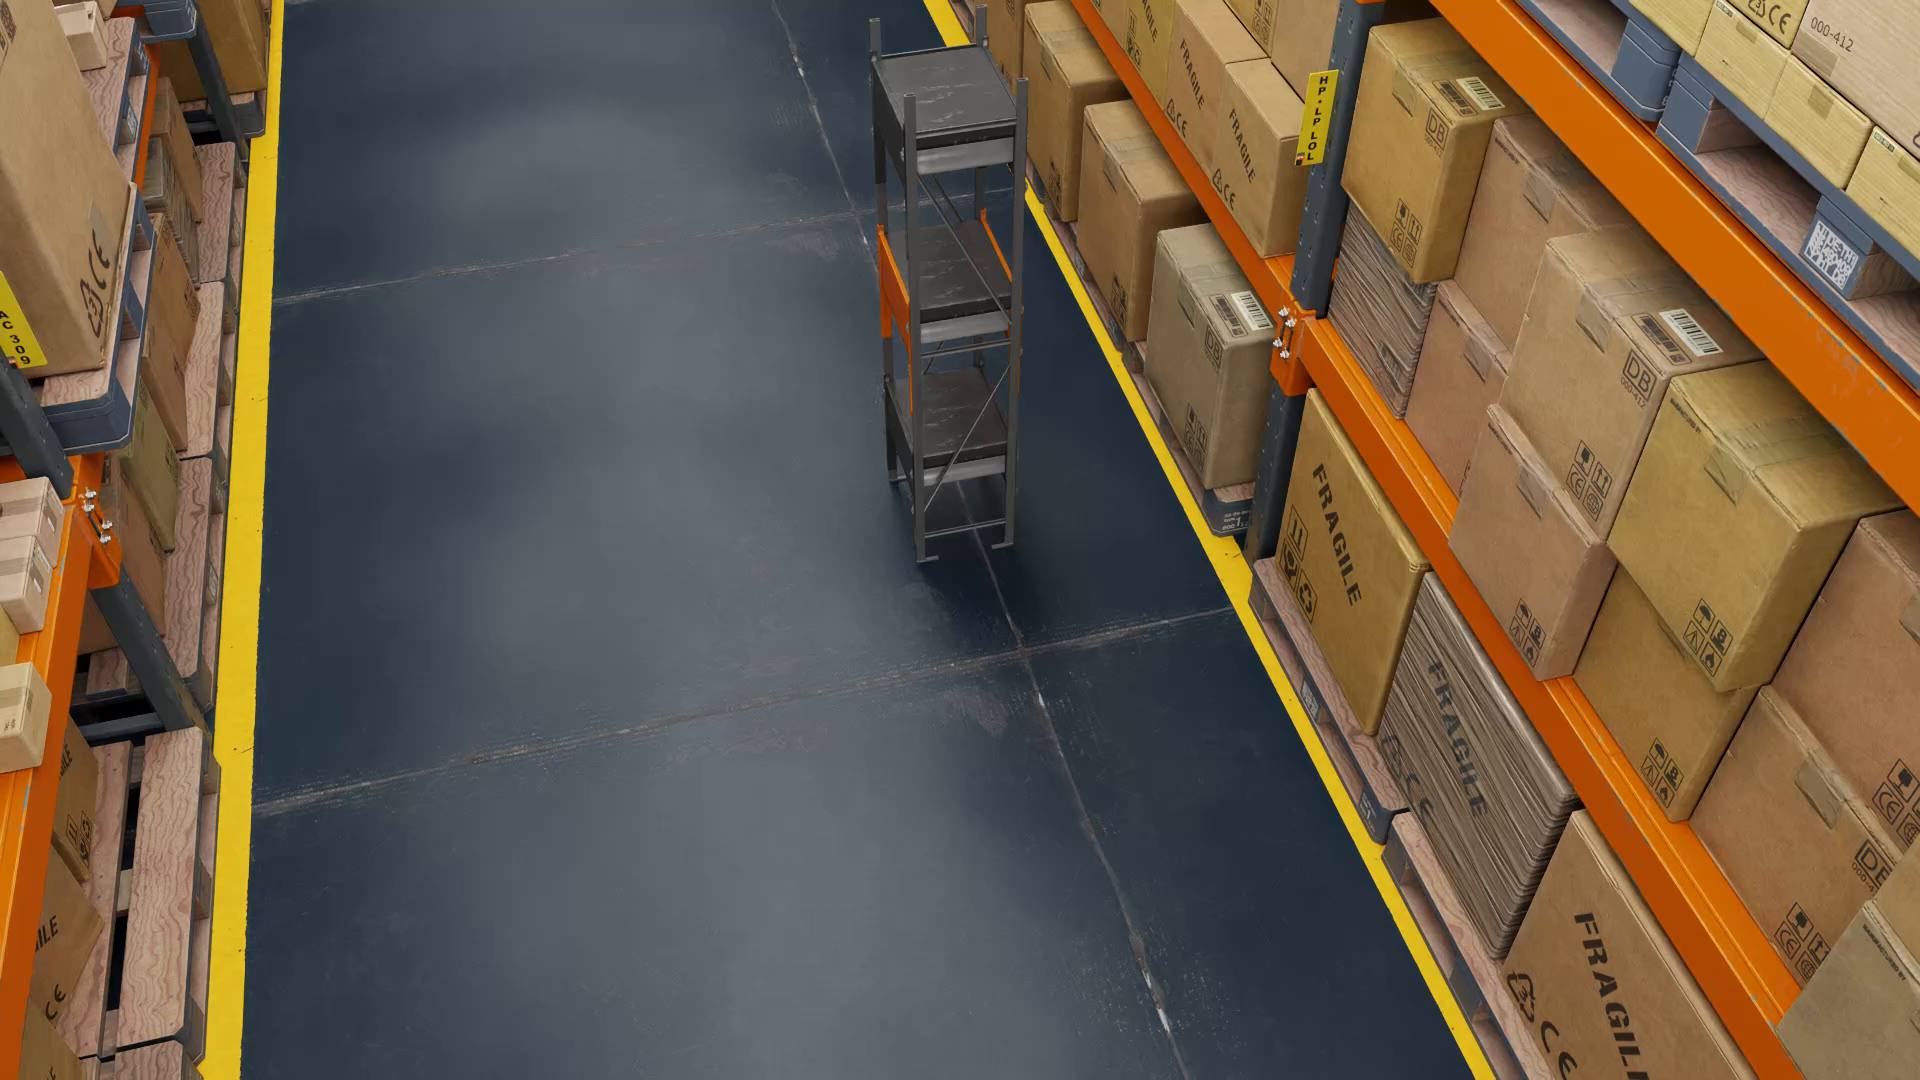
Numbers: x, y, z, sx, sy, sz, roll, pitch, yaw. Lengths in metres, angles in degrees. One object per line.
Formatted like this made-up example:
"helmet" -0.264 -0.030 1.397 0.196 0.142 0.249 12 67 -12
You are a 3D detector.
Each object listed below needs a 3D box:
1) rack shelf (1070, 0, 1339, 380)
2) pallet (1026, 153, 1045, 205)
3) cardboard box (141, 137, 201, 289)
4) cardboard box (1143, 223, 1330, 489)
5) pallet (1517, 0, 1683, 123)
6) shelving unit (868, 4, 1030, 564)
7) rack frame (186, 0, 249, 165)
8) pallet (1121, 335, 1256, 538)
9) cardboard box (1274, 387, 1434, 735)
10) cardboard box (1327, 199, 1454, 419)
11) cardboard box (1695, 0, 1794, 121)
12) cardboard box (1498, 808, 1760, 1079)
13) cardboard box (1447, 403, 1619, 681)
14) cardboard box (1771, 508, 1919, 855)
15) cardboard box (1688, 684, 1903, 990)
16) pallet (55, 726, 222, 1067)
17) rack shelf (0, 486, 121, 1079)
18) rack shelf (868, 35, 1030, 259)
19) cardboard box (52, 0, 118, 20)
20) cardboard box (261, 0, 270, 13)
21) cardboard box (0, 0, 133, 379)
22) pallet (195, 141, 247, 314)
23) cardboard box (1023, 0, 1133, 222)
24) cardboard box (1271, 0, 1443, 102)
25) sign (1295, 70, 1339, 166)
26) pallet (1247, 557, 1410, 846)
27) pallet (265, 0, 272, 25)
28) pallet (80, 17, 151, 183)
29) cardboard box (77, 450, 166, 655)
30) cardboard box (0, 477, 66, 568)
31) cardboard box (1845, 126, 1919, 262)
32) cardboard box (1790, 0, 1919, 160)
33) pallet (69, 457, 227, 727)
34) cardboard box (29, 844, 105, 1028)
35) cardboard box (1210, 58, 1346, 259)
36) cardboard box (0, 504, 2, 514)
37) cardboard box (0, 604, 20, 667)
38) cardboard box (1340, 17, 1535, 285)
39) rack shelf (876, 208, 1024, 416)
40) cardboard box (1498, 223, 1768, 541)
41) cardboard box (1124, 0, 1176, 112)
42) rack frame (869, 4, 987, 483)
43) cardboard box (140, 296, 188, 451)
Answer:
"rack shelf" 1.123 -2.169 7.279 1.077 0.370 4.000 -11 47 -10
"pallet" 0.740 -2.267 8.824 1.003 0.211 1.213 -11 47 -10
"cardboard box" -3.864 -1.404 7.468 0.700 0.500 0.500 -14 47 -14
"cardboard box" 1.389 -0.812 6.726 1.050 0.750 0.750 -11 47 -11
"pallet" 1.834 -1.492 4.074 1.003 0.211 1.213 -11 47 -10
"shelving unit" -0.042 -0.849 6.112 0.431 2.100 0.503 -11 47 -10
"rack frame" -4.210 -2.964 7.555 1.000 3.000 0.127 -11 47 -10
"pallet" 1.364 -0.583 7.173 1.003 0.211 1.213 -11 47 -10
"cardboard box" 1.728 0.004 5.840 0.875 0.875 0.875 -10 46 -10
"cardboard box" 1.741 -0.840 5.368 0.875 0.550 0.550 -11 47 -10
"cardboard box" 1.727 -0.991 3.333 0.380 0.149 0.250 -11 47 -10
"cardboard box" 2.194 1.255 4.613 0.875 0.875 0.875 -11 47 -11
"cardboard box" 1.928 -0.070 4.613 0.875 0.550 0.550 -11 47 -10
"cardboard box" 2.359 0.254 3.540 0.875 0.550 0.550 -11 47 -10
"cardboard box" 2.336 0.636 3.921 0.875 0.550 0.550 -11 47 -10
"pallet" -2.980 1.230 5.396 1.003 0.211 1.213 -11 47 -10
"rack shelf" -2.674 1.430 3.752 1.077 0.370 4.000 -11 47 -10
"rack shelf" -0.042 -1.330 5.622 0.431 0.518 0.480 -11 47 -10
"cardboard box" -3.793 -2.414 6.651 0.700 0.500 0.500 -4 46 -4
"cardboard box" -4.587 -3.465 9.239 1.225 0.875 0.875 -11 47 -10
"cardboard box" -3.254 -1.134 5.047 1.000 1.000 1.000 -10 46 -10
"pallet" -4.011 -1.449 8.022 1.003 0.211 1.213 -11 47 -10
"cardboard box" 0.907 -2.121 8.010 1.050 0.750 0.750 -10 46 -10
"cardboard box" 1.502 -1.767 5.611 0.700 0.500 0.500 -11 47 -11
"sign" 1.113 -1.311 5.180 0.100 0.325 0.005 -11 47 -10
"pallet" 1.754 0.475 6.136 1.003 0.211 1.213 -11 47 -10
"pallet" -4.647 -3.387 9.922 1.003 0.211 1.213 -11 47 -10
"pallet" -3.663 -1.538 6.291 1.003 0.211 1.213 -11 47 -10
"cardboard box" -3.322 0.090 6.003 0.700 0.500 0.500 -14 47 -13
"cardboard box" -2.846 -0.020 4.845 0.380 0.149 0.250 -11 47 -10
"cardboard box" 1.856 -0.643 2.991 0.380 0.149 0.250 -10 46 -10
"cardboard box" 1.880 -0.889 2.953 0.500 0.250 0.500 -10 46 -10
"pallet" -3.386 0.236 6.371 1.003 0.211 1.213 -11 47 -10
"cardboard box" -2.968 1.203 4.927 0.500 0.500 0.500 3 46 2
"cardboard box" 1.243 -1.386 5.938 0.500 0.500 0.500 -11 47 -11
"cardboard box" -3.130 -0.020 4.391 0.875 0.500 0.500 -11 47 -10
"cardboard box" -2.786 0.338 4.495 0.380 0.149 0.250 -11 47 -10
"cardboard box" 1.696 -1.209 4.974 0.875 0.550 0.550 -11 47 -10
"rack shelf" -0.042 -0.840 6.122 0.431 0.518 0.480 -11 47 -10
"cardboard box" 1.955 -0.453 4.233 0.875 0.550 0.550 -11 47 -10
"cardboard box" 0.984 -2.084 6.622 0.500 0.500 0.500 -10 46 -10
"rack frame" -0.105 -1.018 6.277 0.400 2.100 0.015 -11 47 -10
"cardboard box" -3.570 -0.629 6.708 0.700 0.500 0.500 -14 47 -14
